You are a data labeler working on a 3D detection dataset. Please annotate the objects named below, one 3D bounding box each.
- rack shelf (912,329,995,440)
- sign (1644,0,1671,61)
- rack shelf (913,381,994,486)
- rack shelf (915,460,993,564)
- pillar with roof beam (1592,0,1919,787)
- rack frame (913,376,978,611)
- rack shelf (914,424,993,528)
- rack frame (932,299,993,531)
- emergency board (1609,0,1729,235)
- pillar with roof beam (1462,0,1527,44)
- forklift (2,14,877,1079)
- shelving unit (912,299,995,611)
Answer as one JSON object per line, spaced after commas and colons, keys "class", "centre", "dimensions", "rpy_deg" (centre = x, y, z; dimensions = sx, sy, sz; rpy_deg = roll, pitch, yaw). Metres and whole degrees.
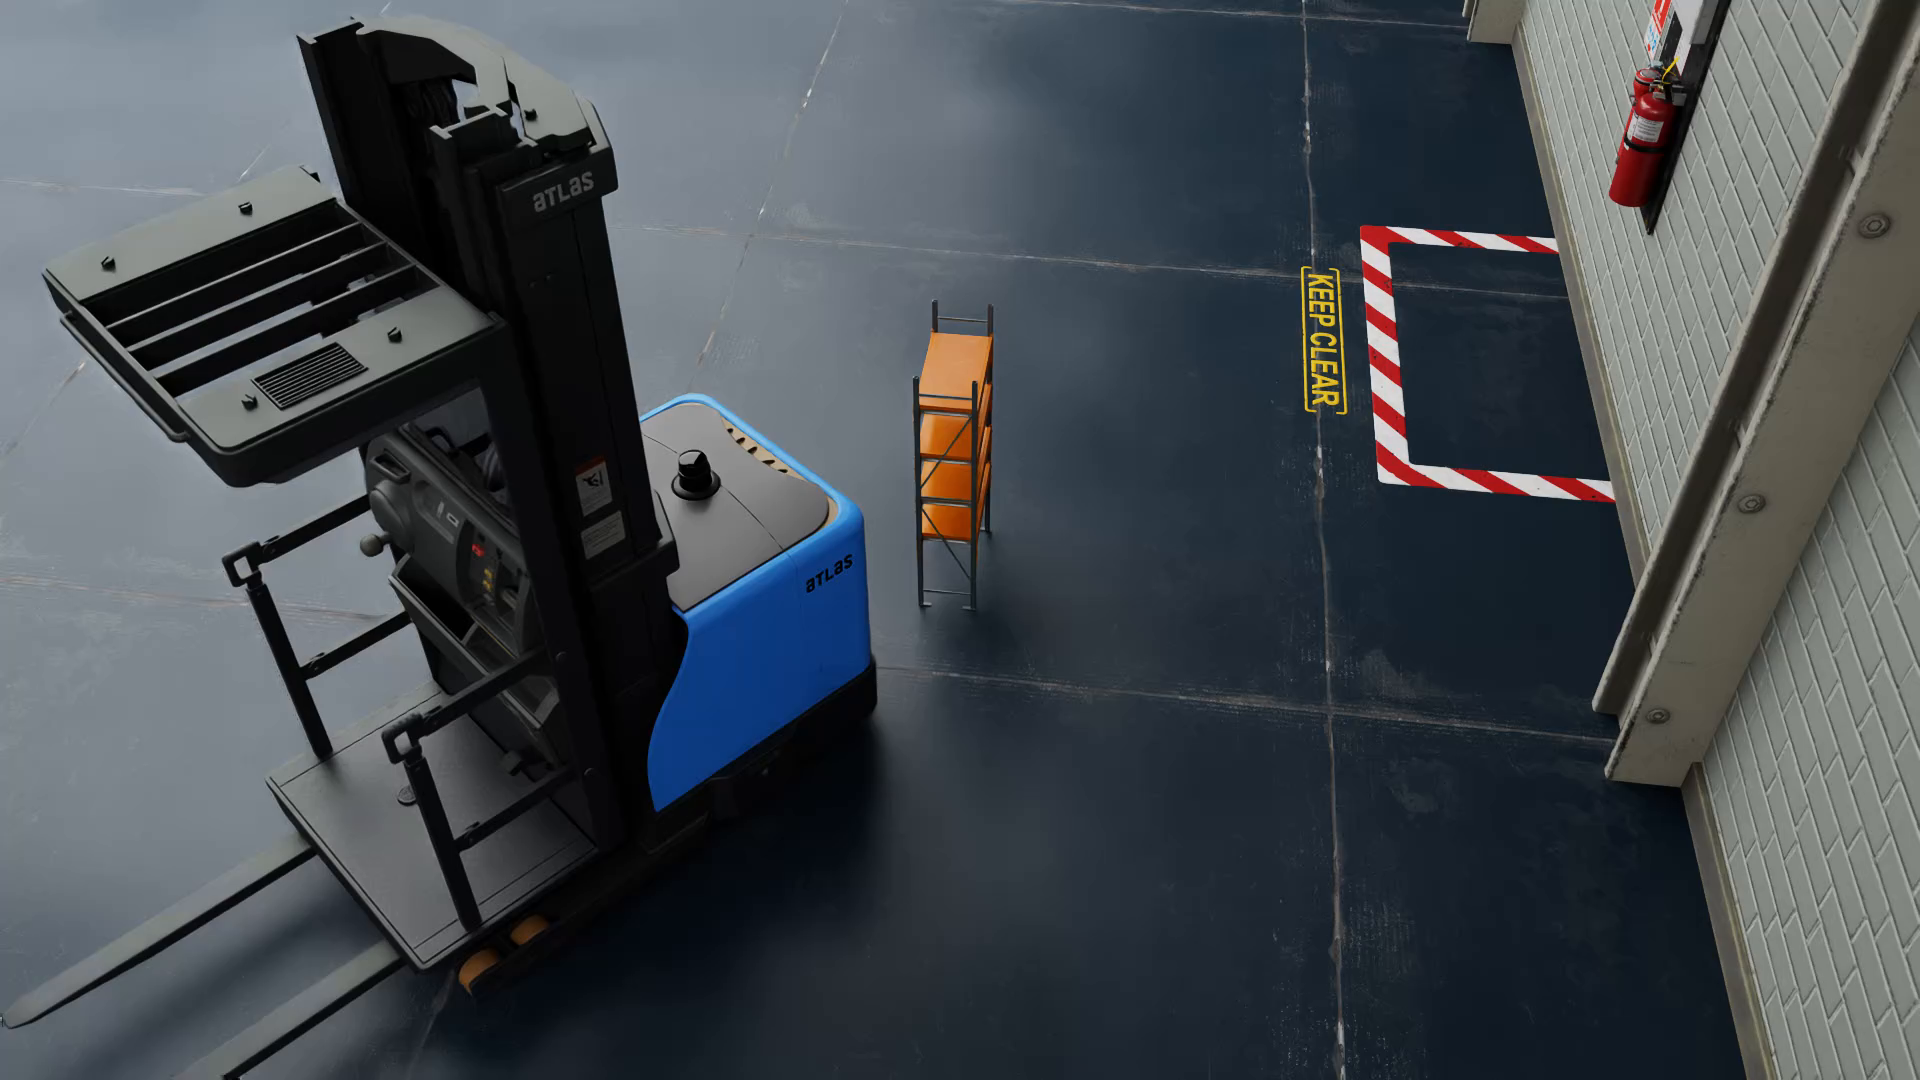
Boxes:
{"class": "rack shelf", "centre": [-0.022, -0.608, 6.448], "dimensions": [0.258, 0.148, 0.480], "rpy_deg": [5, 44, 6]}
{"class": "sign", "centre": [3.166, -2.365, 7.541], "dimensions": [0.001, 0.329, 0.234], "rpy_deg": [5, 44, 6]}
{"class": "rack shelf", "centre": [-0.022, -0.436, 6.611], "dimensions": [0.258, 0.148, 0.480], "rpy_deg": [5, 44, 6]}
{"class": "rack shelf", "centre": [-0.022, -0.130, 6.901], "dimensions": [0.258, 0.148, 0.480], "rpy_deg": [5, 44, 6]}
{"class": "pillar with roof beam", "centre": [-1.641, -2.874, 3.740], "dimensions": [9.100, 9.000, 0.400], "rpy_deg": [5, 44, 6]}
{"class": "rack frame", "centre": [-0.054, -0.157, 6.543], "dimensions": [0.240, 1.200, 0.015], "rpy_deg": [5, 44, 6]}
{"class": "rack shelf", "centre": [-0.022, -0.274, 6.765], "dimensions": [0.258, 0.148, 0.480], "rpy_deg": [5, 44, 6]}
{"class": "rack frame", "centre": [0.010, -0.489, 6.894], "dimensions": [0.240, 1.200, 0.015], "rpy_deg": [5, 44, 6]}
{"class": "emergency board", "centre": [2.990, -1.985, 7.165], "dimensions": [0.194, 1.169, 0.643], "rpy_deg": [5, 44, 6]}
{"class": "pillar with roof beam", "centre": [-0.848, -6.963, 8.059], "dimensions": [9.100, 9.000, 0.400], "rpy_deg": [5, 44, 6]}
{"class": "forklift", "centre": [-1.737, 0.072, 5.042], "dimensions": [3.031, 2.935, 1.130], "rpy_deg": [-33, 53, -30]}
{"class": "shelving unit", "centre": [-0.022, -0.323, 6.718], "dimensions": [0.258, 1.200, 0.503], "rpy_deg": [5, 44, 6]}
